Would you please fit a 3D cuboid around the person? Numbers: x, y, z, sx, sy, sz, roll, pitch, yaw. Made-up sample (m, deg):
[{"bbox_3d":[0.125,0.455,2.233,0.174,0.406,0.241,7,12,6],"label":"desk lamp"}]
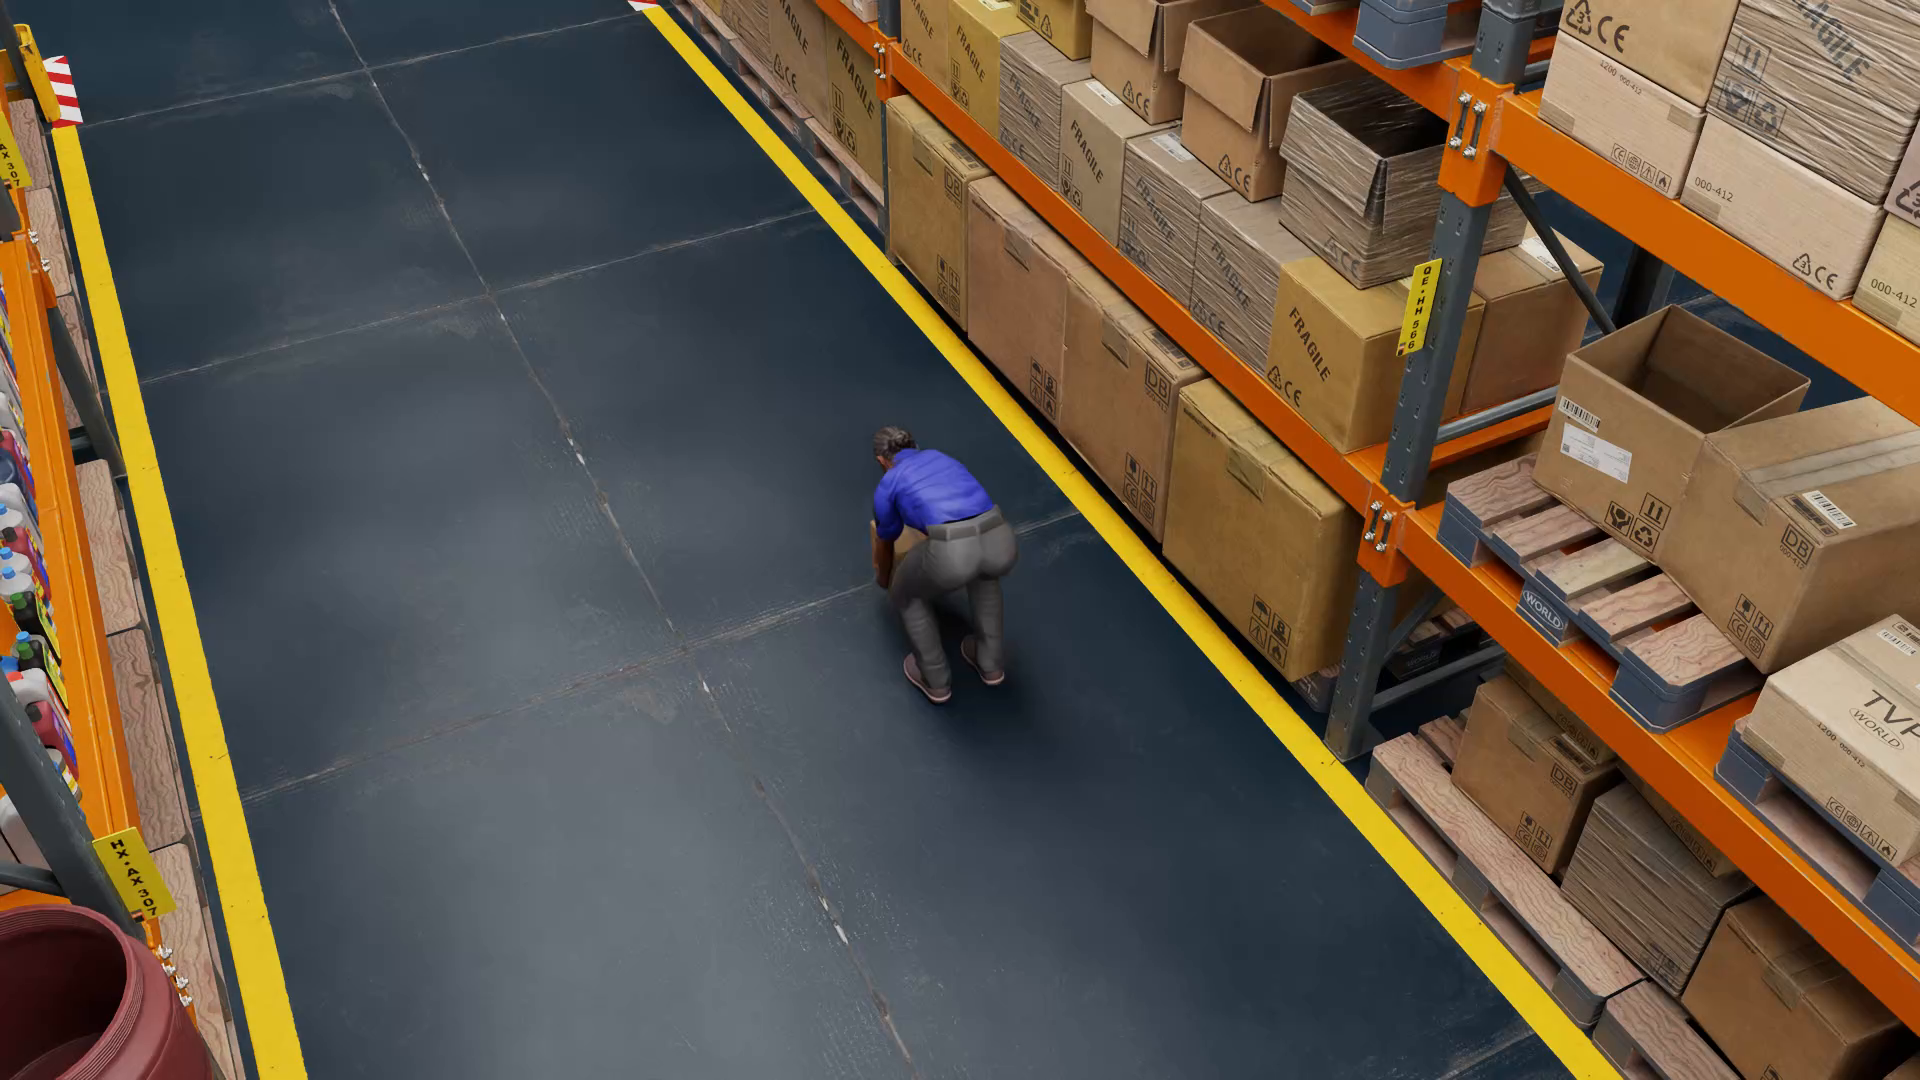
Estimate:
[{"bbox_3d":[-0.104,0.075,6.610,0.446,0.955,0.877,-19,45,-20],"label":"person"}]
